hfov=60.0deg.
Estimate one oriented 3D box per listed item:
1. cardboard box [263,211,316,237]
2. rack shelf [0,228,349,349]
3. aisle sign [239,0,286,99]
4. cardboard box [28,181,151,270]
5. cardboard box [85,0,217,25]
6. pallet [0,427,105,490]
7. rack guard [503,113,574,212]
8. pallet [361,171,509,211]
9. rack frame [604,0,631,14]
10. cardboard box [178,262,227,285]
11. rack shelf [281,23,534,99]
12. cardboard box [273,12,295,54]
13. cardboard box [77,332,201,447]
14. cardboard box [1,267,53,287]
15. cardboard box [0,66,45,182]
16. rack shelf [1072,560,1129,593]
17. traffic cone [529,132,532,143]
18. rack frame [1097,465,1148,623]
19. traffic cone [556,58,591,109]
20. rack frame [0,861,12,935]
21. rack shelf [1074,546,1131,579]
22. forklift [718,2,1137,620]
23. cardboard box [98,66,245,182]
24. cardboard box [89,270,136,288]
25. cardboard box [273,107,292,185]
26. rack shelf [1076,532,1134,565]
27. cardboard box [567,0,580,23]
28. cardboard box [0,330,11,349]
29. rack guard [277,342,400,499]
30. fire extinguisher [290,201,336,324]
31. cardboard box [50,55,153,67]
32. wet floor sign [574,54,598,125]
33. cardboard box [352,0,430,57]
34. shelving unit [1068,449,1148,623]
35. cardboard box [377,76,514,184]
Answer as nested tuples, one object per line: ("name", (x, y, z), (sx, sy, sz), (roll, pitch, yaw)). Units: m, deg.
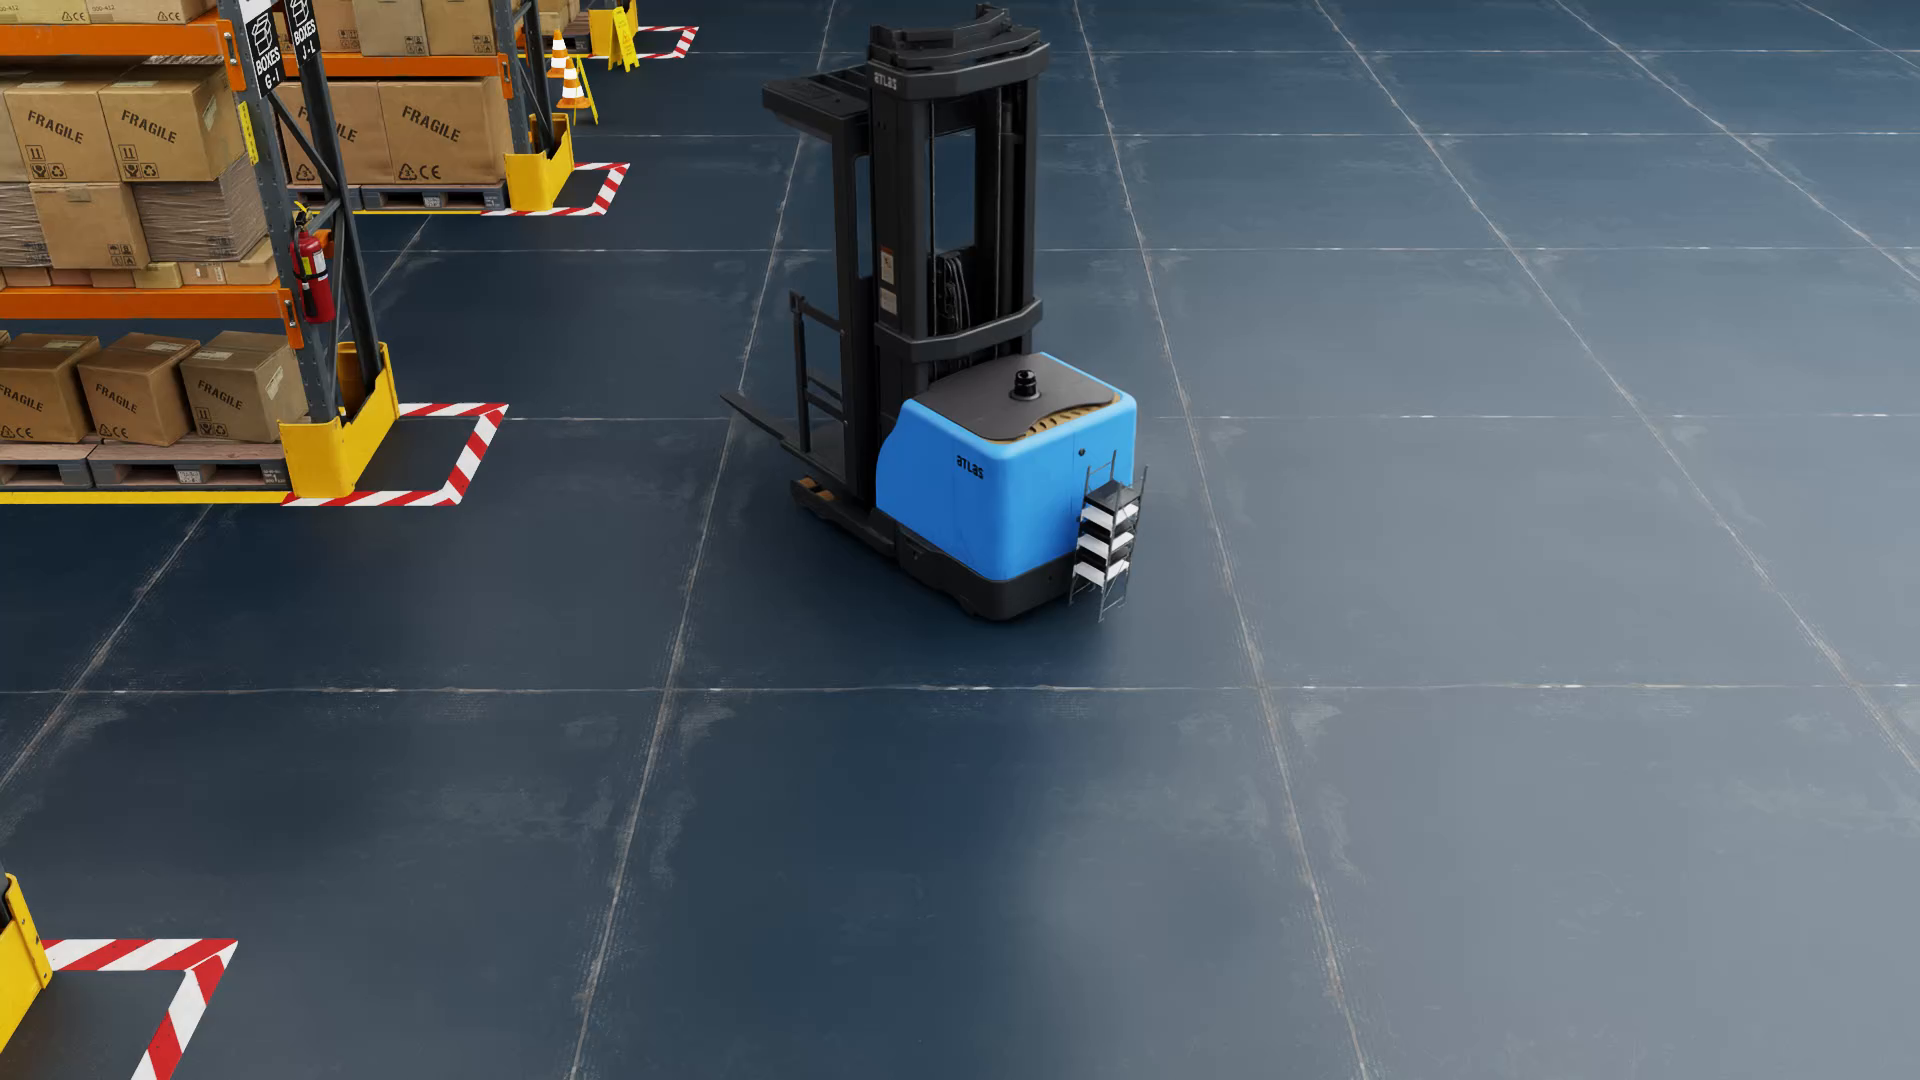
("cardboard box", (-4.085, -1.853, 10.043), (0.250, 0.149, 0.380), (0, 31, 0))
("rack shelf", (-5.798, -1.523, 9.952), (4.000, 0.370, 1.077), (0, 31, 0))
("aisle sign", (-3.734, -2.793, 8.845), (0.004, 0.787, 0.394), (0, 31, 0))
("cardboard box", (-4.848, -1.956, 9.588), (0.500, 0.500, 0.875), (0, 31, 0))
("cardboard box", (-4.279, -2.922, 8.817), (0.500, 0.250, 0.500), (1, 31, 1))
("pallet", (-5.904, -0.658, 10.521), (1.213, 0.211, 1.003), (0, 31, 0))
("rack guard", (-3.703, -3.342, 14.665), (0.348, 0.500, 1.175), (0, 31, 0))
("pallet", (-4.526, -3.175, 14.669), (1.213, 0.211, 1.003), (0, 31, 0))
("rack frame", (-3.858, -6.978, 18.248), (0.127, 3.000, 1.000), (0, 31, 0))
("cardboard box", (-4.332, -1.621, 9.662), (0.250, 0.149, 0.380), (0, 31, 0))
("rack shelf", (-5.727, -4.096, 14.193), (4.000, 0.370, 1.077), (0, 31, 0))
("cardboard box", (-5.738, -4.477, 13.982), (0.500, 0.550, 0.875), (0, 31, 0))
("cardboard box", (-5.020, -0.935, 10.294), (0.500, 0.500, 0.500), (8, 32, 13))
("cardboard box", (-5.332, -1.609, 9.642), (0.250, 0.149, 0.380), (0, 31, 0))
("cardboard box", (-5.347, -2.300, 9.191), (0.500, 0.500, 0.500), (0, 31, 0))
("rack shelf", (0.760, 0.160, 8.900), (0.200, 0.077, 0.258), (30, 42, 31))
("traffic cone", (-4.267, -4.061, 15.886), (0.334, 0.463, 0.336), (0, 31, 0))
("rack frame", (0.852, 0.030, 8.726), (0.006, 0.900, 0.240), (30, 42, 31))
("traffic cone", (-3.933, -4.648, 16.853), (0.334, 0.463, 0.336), (0, 31, 0))
("rack frame", (-3.768, 0.732, 5.541), (0.127, 3.000, 1.000), (0, 31, 0))
("rack shelf", (0.767, 0.087, 8.849), (0.200, 0.077, 0.258), (30, 42, 31))
("forklift", (-0.359, -1.524, 9.325), (1.130, 2.935, 3.031), (-23, 38, -33))
("cardboard box", (-4.347, -2.305, 9.199), (0.500, 0.500, 0.500), (0, 31, 0))
("cardboard box", (-4.832, -1.601, 9.628), (0.250, 0.149, 0.380), (0, 31, 0))
("cardboard box", (-6.196, -3.639, 14.389), (0.875, 0.875, 0.875), (0, 31, 0))
("rack shelf", (0.774, 0.013, 8.797), (0.200, 0.077, 0.258), (30, 42, 31))
("cardboard box", (-4.666, -6.122, 19.084), (0.500, 0.250, 0.500), (0, 31, -1))
("cardboard box", (-6.205, -0.964, 10.342), (0.500, 0.500, 0.500), (-3, 31, -5))
("rack guard", (-3.874, -0.768, 10.423), (0.348, 0.500, 1.175), (0, 31, 0))
("fire extinguisher", (-3.681, -1.565, 9.402), (0.183, 0.674, 0.296), (0, 31, 0))
("cardboard box", (-4.850, -2.576, 9.646), (0.500, 0.500, 0.500), (0, 31, 0))
("wet floor sign", (-3.710, -4.431, 16.320), (0.232, 0.644, 0.267), (-5, 32, -9))
("cardboard box", (-4.648, -4.437, 13.915), (0.550, 0.550, 0.875), (0, 31, 0))
("shelving unit", (0.776, -0.014, 8.778), (0.210, 0.900, 0.258), (30, 42, 31))
("cardboard box", (-4.405, -3.645, 14.399), (0.875, 0.875, 0.875), (0, 31, 0))
